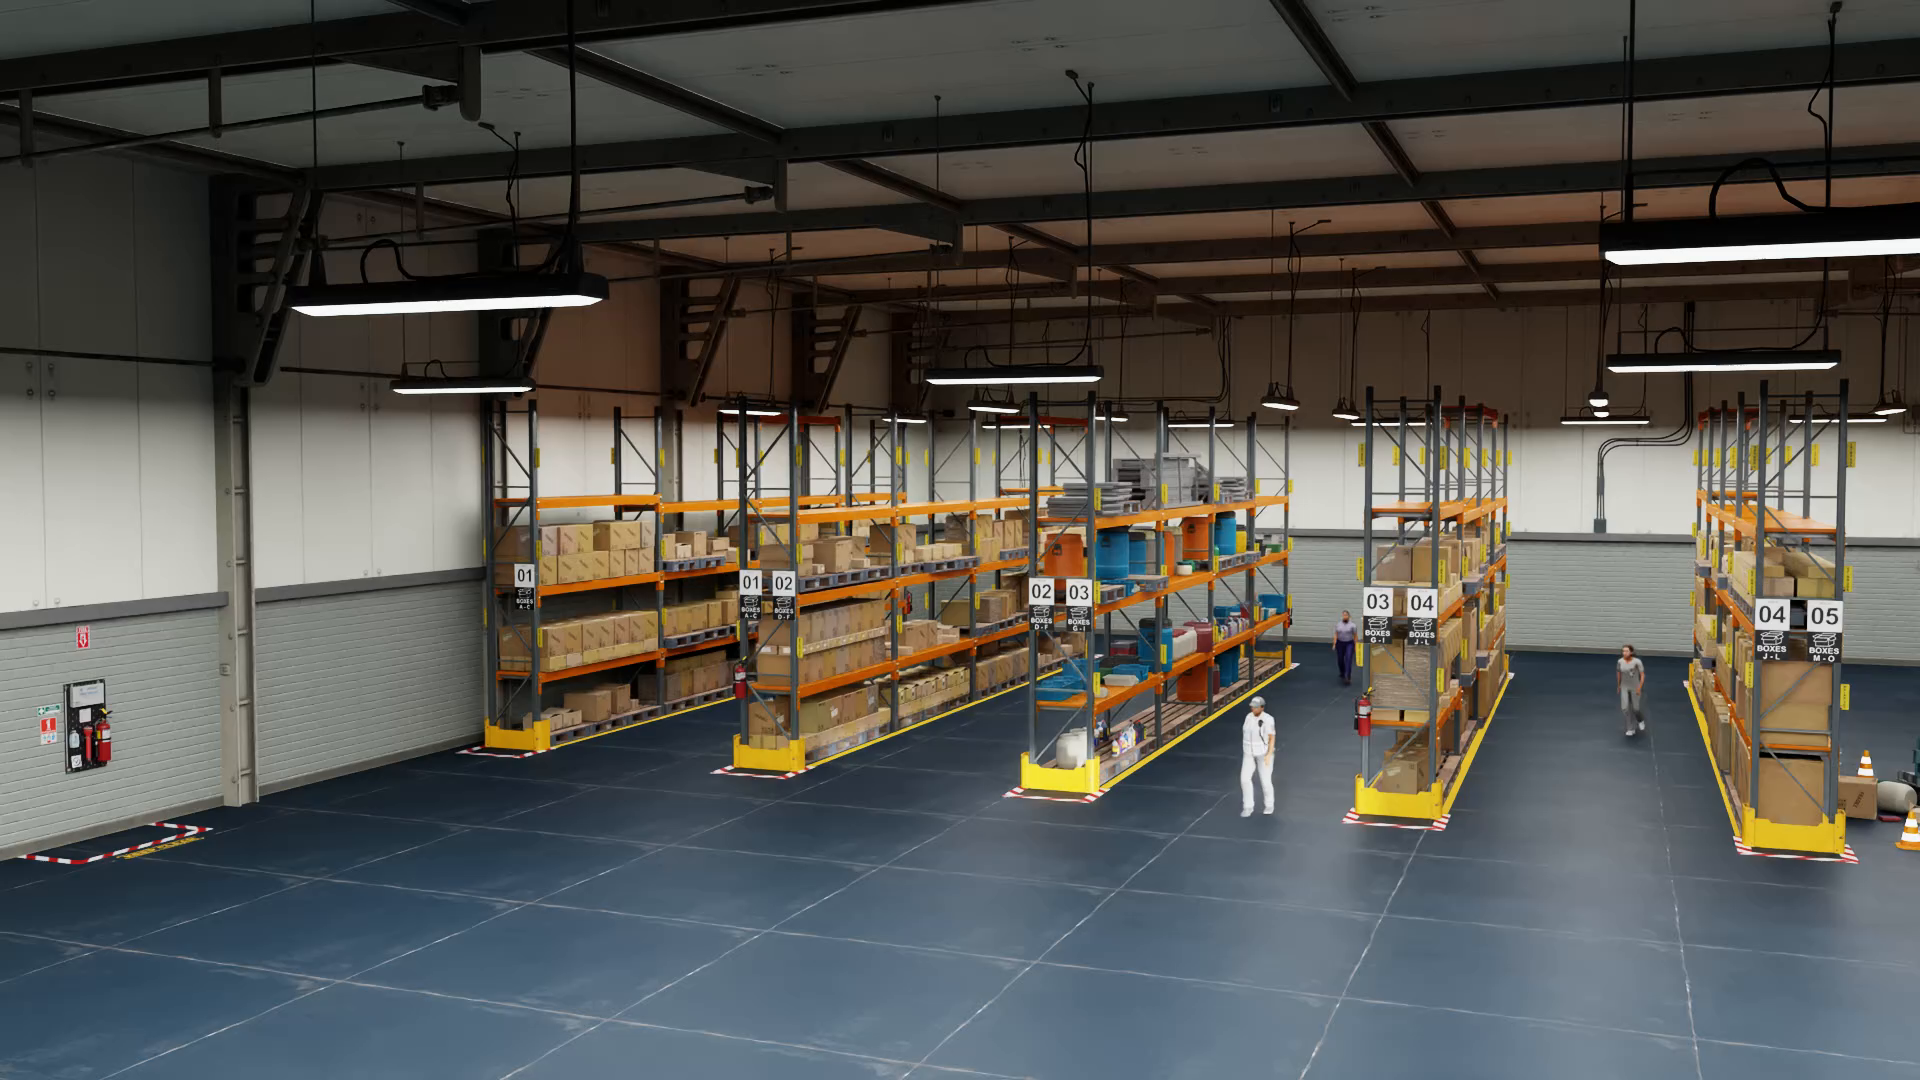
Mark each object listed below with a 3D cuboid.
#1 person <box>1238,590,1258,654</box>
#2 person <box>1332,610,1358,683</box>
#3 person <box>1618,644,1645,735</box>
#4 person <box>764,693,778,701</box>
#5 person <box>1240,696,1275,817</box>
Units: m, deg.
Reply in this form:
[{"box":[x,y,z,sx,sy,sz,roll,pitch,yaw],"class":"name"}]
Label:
[{"box":[7.247,2.076,41.701,0.619,1.715,0.577,3,4,42],"class":"person"},{"box":[8.613,2.396,37.139,0.531,1.508,1.043,1,3,21],"class":"person"},{"box":[12.219,2.705,30.217,0.495,1.628,0.647,2,4,38],"class":"person"},{"box":[-3.776,2.555,33.275,0.449,1.583,0.469,2,3,33],"class":"person"},{"box":[4.190,3.045,23.315,0.527,1.721,0.557,2,4,42],"class":"person"}]
